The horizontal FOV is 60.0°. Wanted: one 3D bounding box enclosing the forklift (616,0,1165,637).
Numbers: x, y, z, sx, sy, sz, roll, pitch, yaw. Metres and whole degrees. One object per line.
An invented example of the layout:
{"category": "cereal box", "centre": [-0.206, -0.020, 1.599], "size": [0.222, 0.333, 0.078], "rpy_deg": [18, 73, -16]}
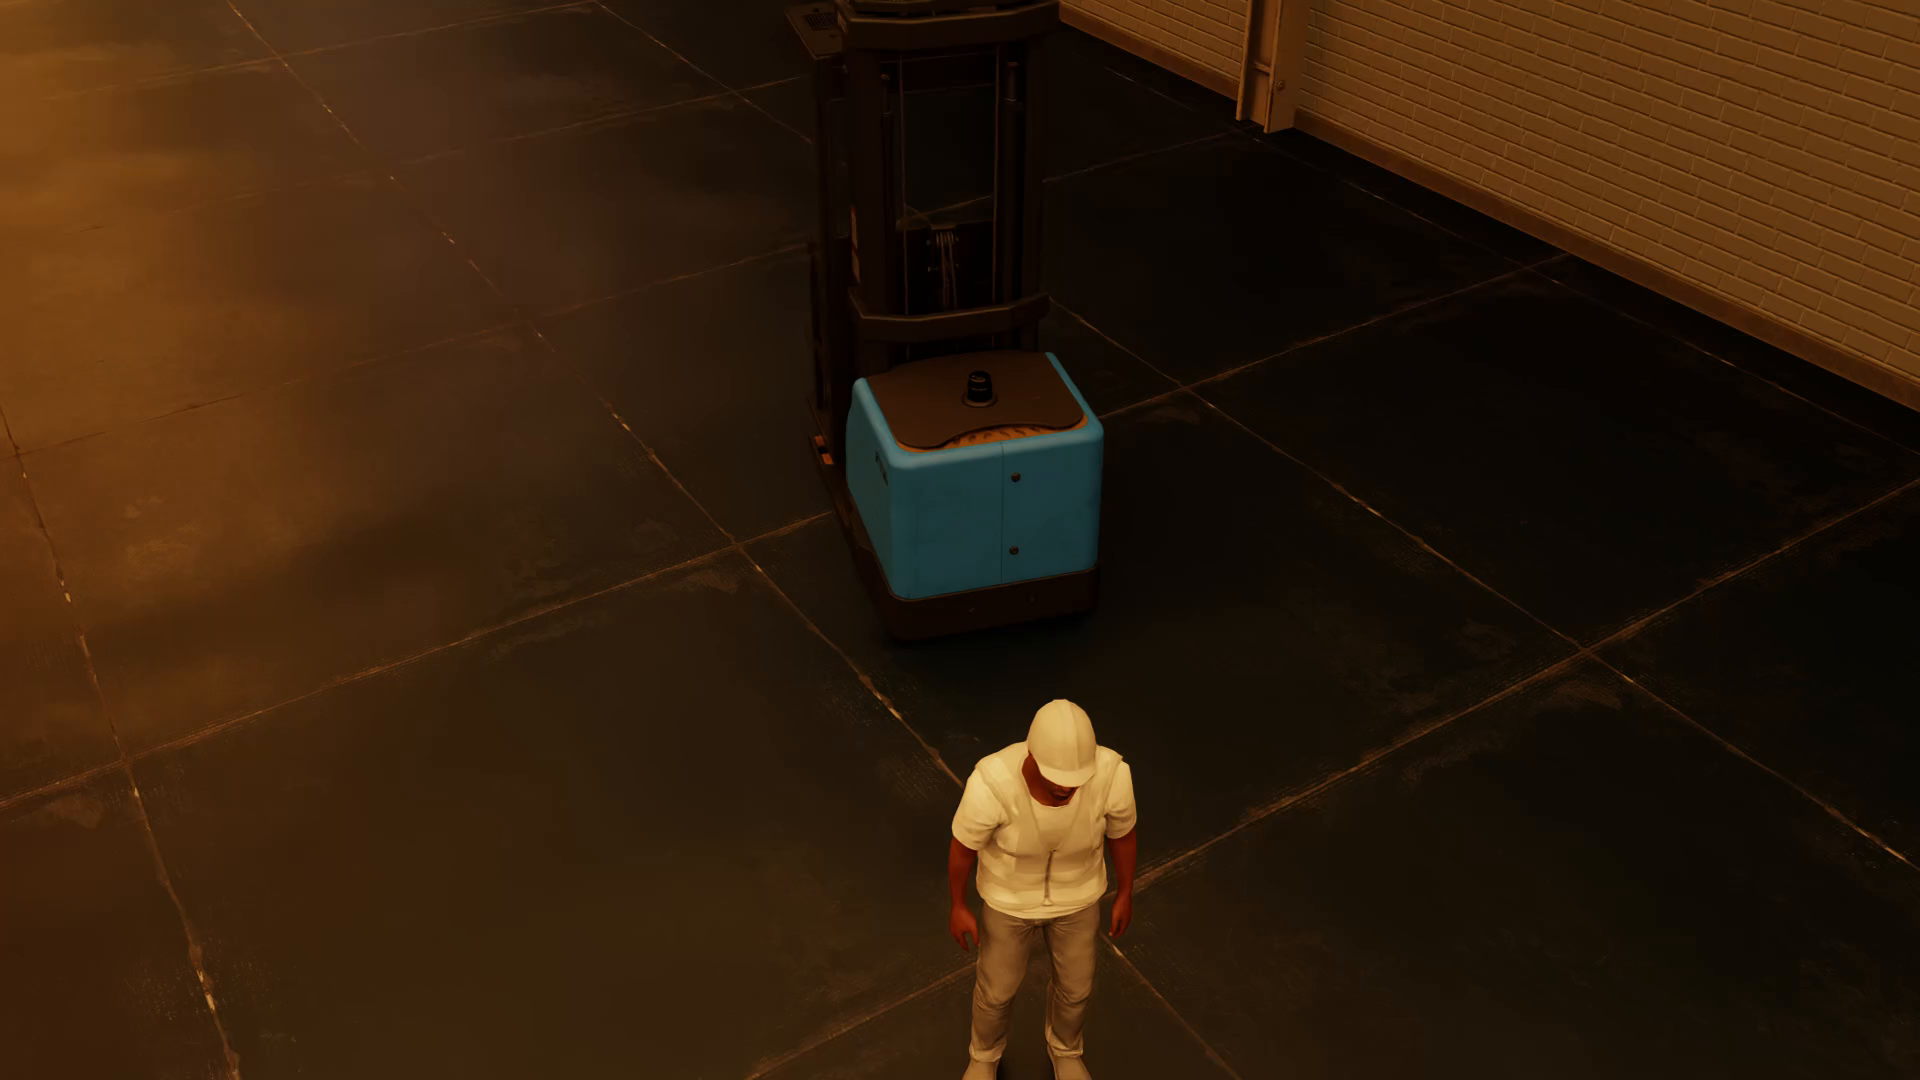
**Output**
{"category": "forklift", "centre": [-0.500, -1.399, 8.138], "size": [3.031, 2.935, 1.130], "rpy_deg": [22, 41, 28]}

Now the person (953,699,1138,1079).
{"category": "person", "centre": [0.283, 1.190, 5.477], "size": [0.607, 1.759, 0.462], "rpy_deg": [-4, 35, -5]}
